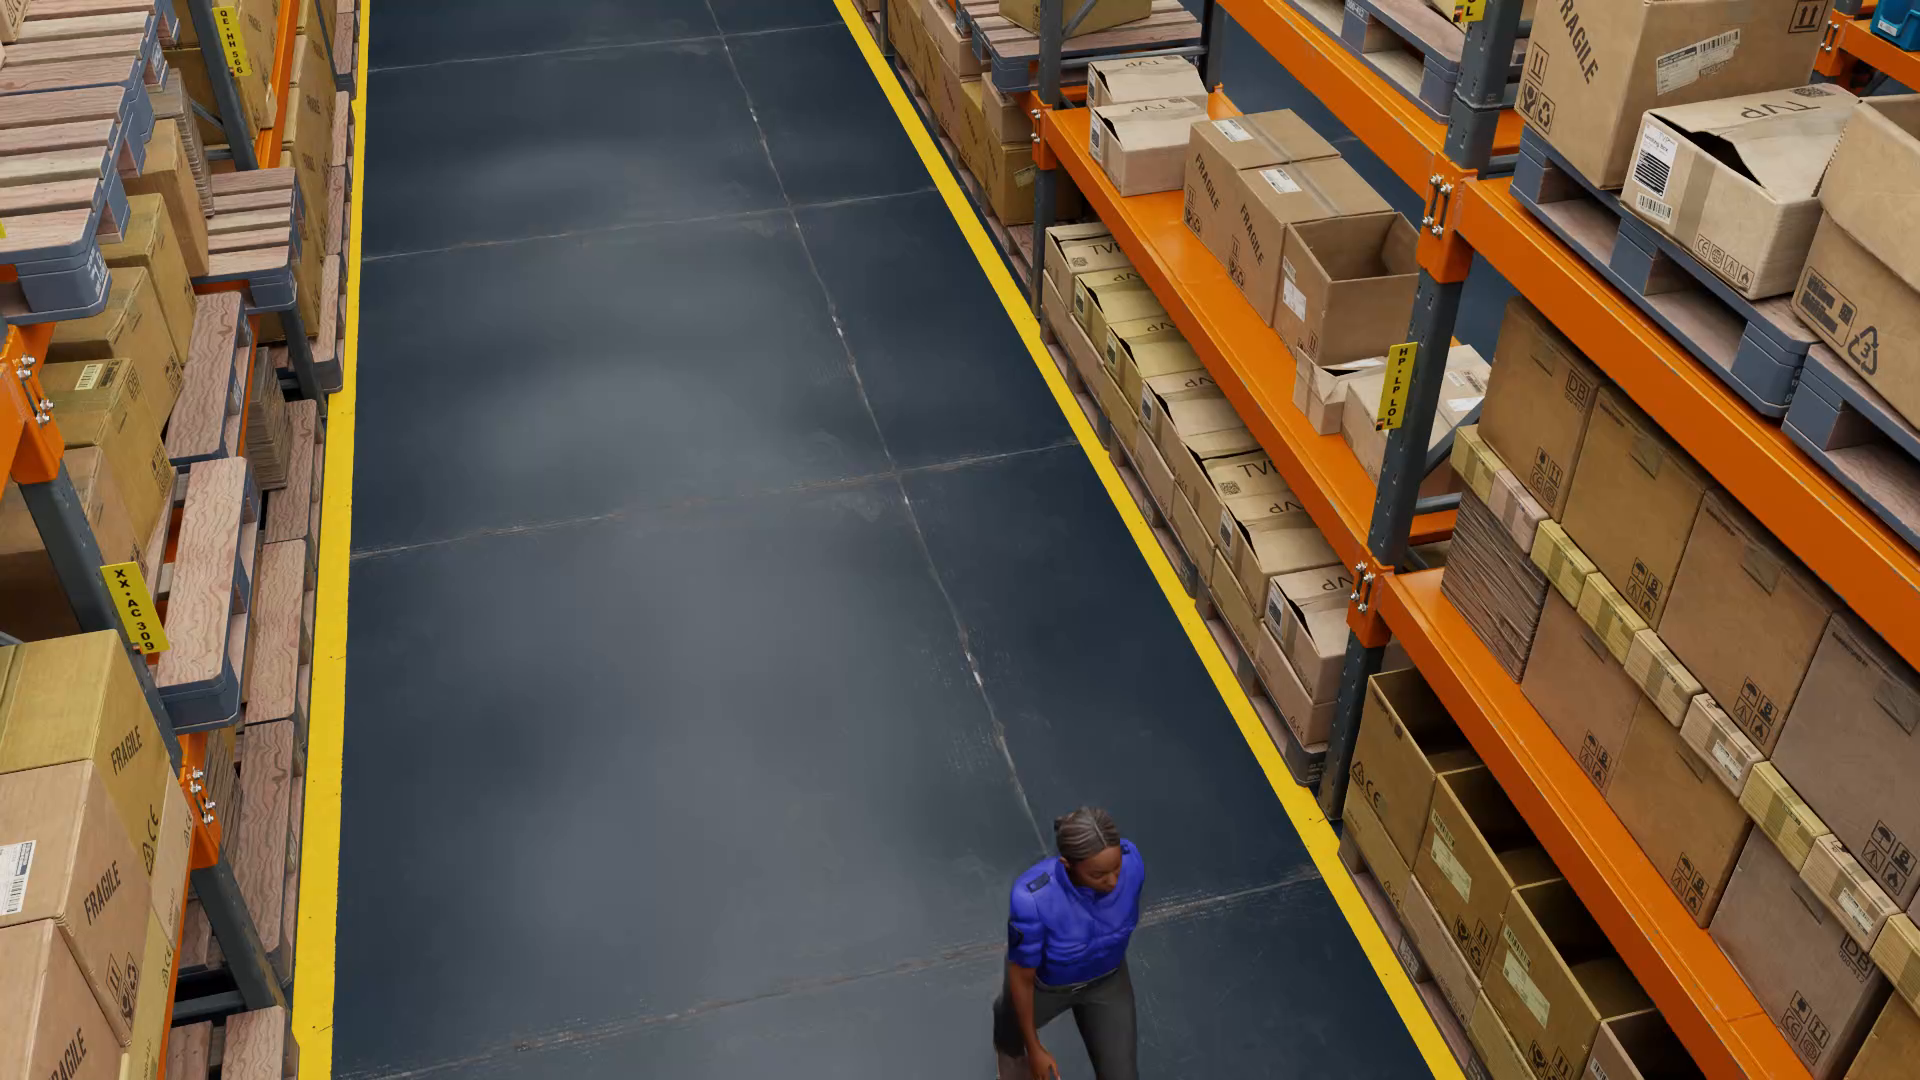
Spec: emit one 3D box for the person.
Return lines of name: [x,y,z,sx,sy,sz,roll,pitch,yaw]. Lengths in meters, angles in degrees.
person: [0.338,1.368,5.011,0.453,1.652,0.908,-12,40,-15]
